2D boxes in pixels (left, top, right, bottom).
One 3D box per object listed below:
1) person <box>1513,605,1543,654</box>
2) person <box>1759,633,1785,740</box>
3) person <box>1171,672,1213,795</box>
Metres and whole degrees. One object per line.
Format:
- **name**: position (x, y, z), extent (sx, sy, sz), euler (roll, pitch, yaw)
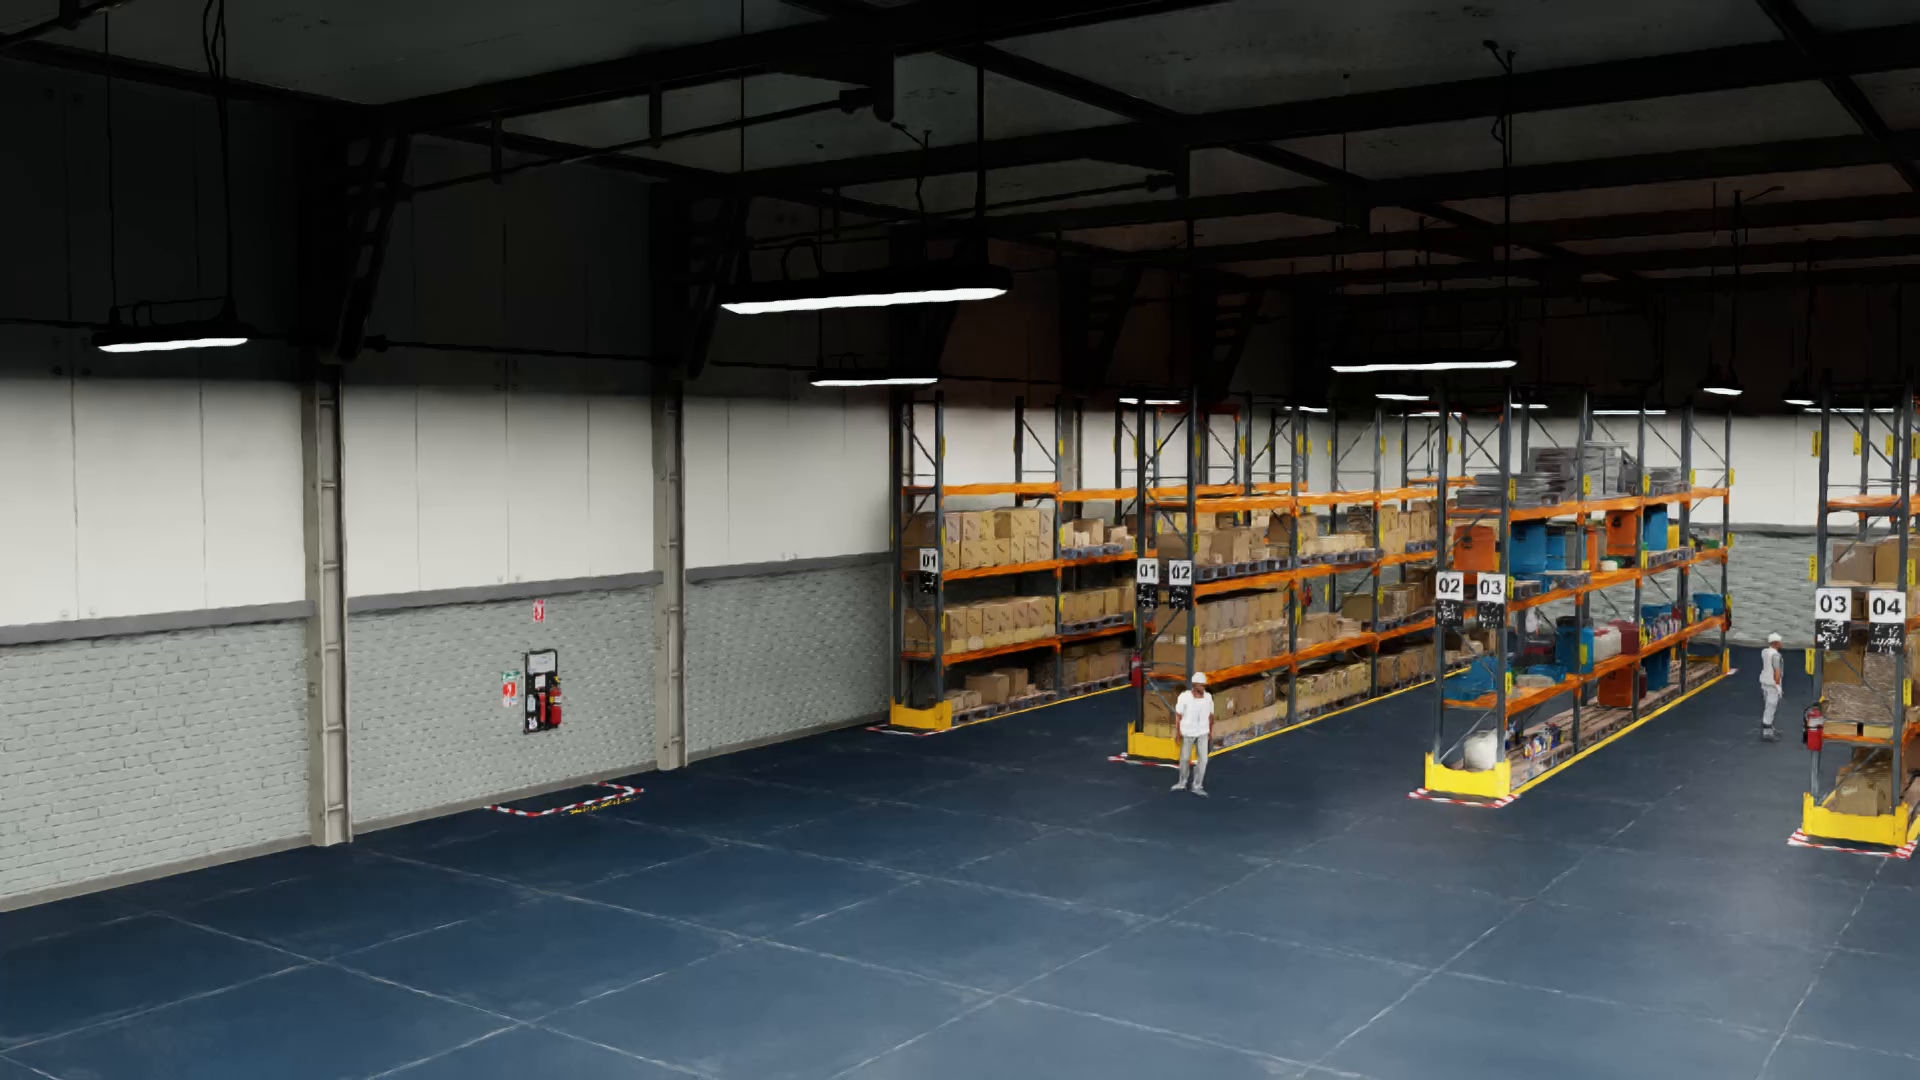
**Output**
- **person**: position (12.853, 2.029, 37.658), extent (0.677, 1.726, 0.574), euler (2, 4, 33)
- **person**: position (13.955, 2.485, 28.463), extent (0.461, 1.794, 0.629), euler (0, 3, 6)
- **person**: position (3.374, 2.778, 24.022), extent (0.598, 1.746, 0.559), euler (-1, 3, -10)
